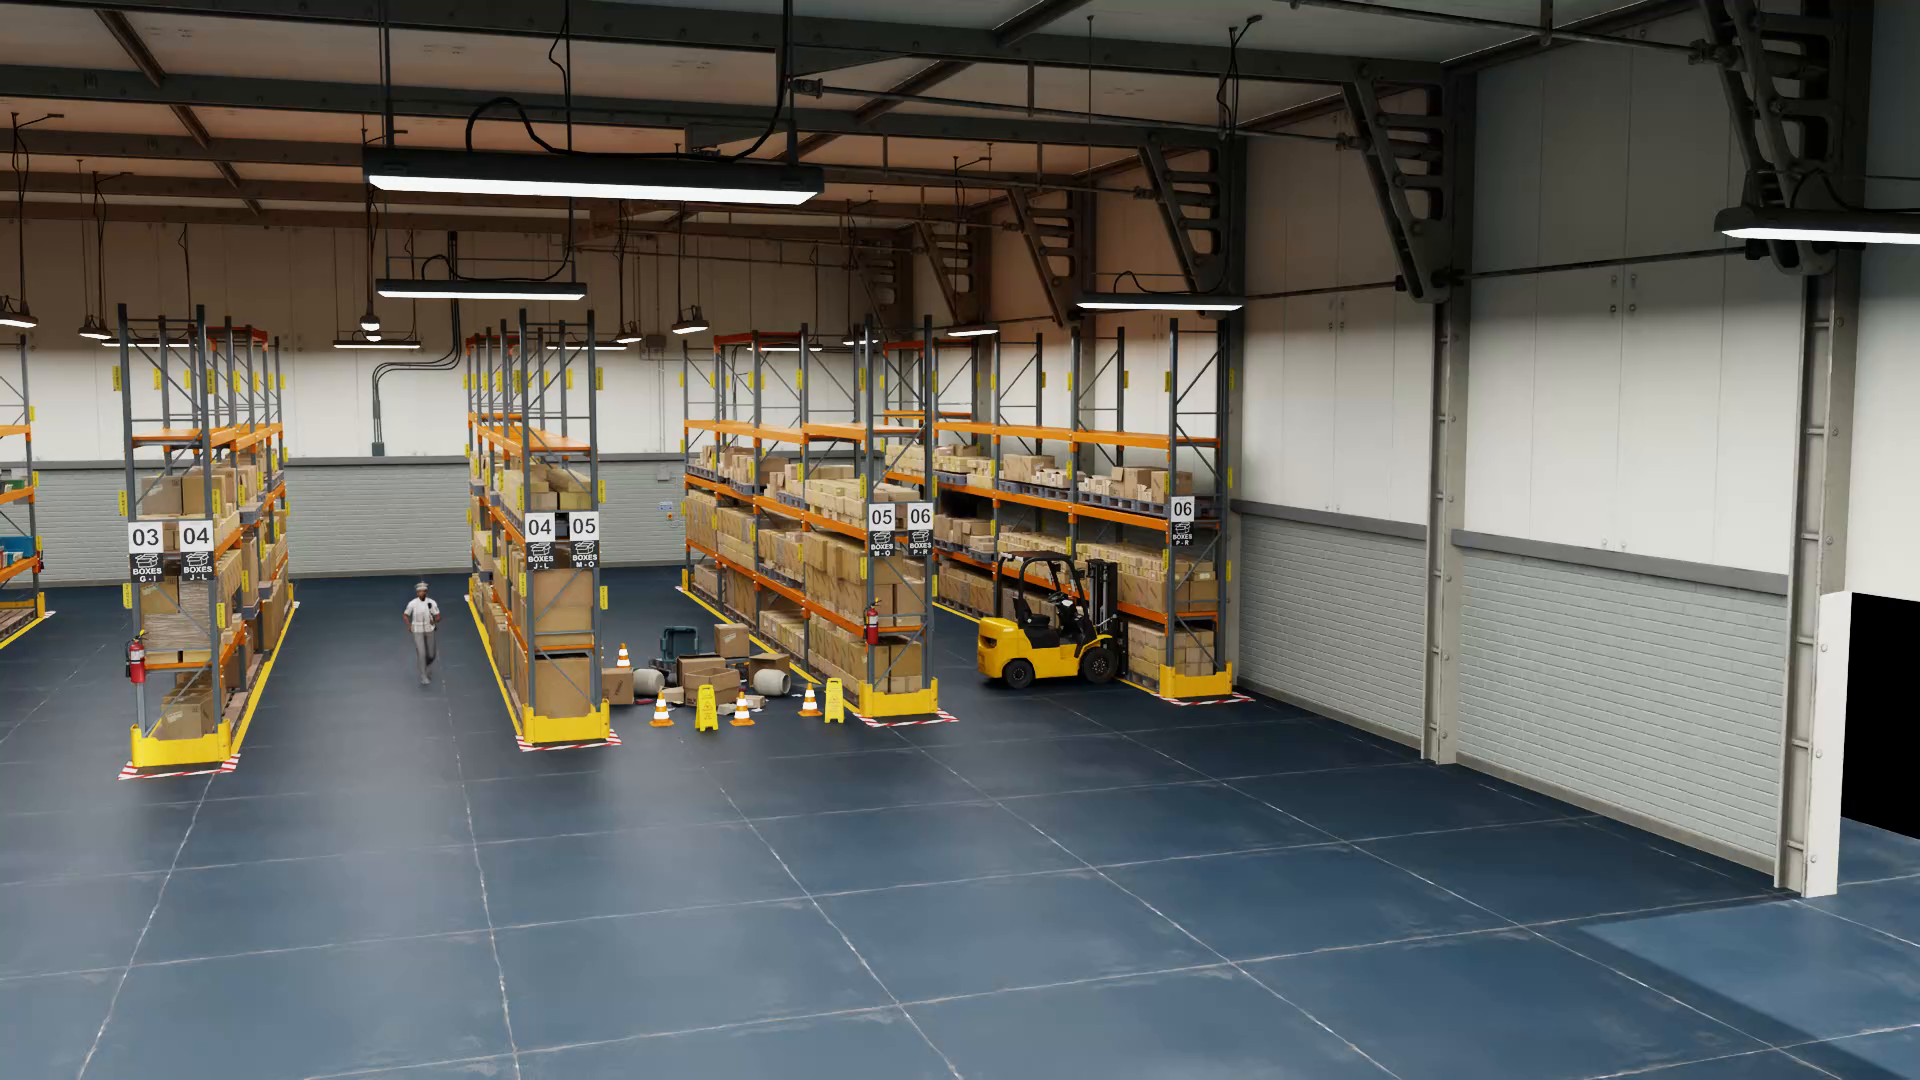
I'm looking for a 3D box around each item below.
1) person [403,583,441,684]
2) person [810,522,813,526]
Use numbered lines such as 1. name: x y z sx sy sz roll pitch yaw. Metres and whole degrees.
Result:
1. person: -8.984 1.536 27.808 0.588 1.661 0.805 -3 6 -26
2. person: -3.462 0.457 38.283 0.704 1.761 1.049 -3 6 -27
